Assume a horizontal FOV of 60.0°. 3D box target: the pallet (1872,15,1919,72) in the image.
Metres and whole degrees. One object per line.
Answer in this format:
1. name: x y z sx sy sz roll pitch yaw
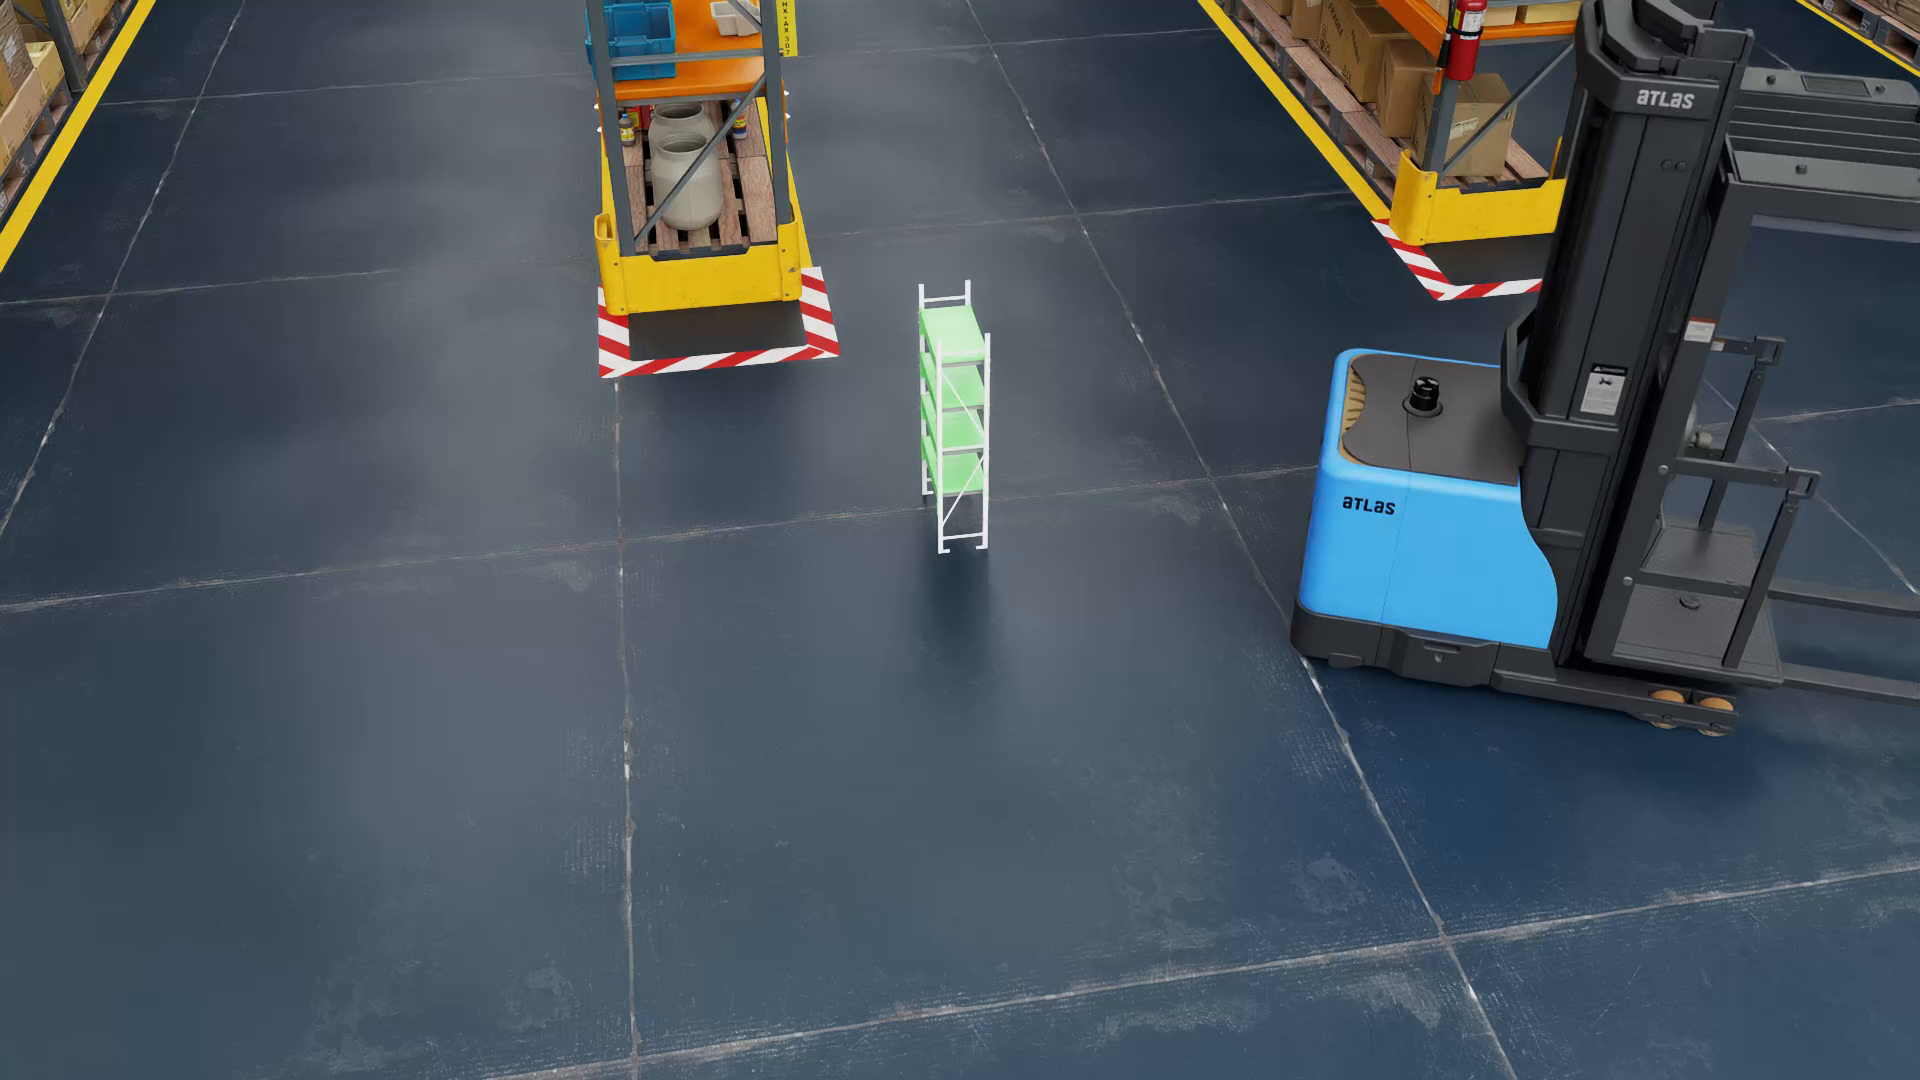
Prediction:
1. pallet: 7.860 -3.748 12.803 1.003 0.211 1.213 -6 38 -8

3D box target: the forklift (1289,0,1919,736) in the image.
1. forklift: 3.051 -0.685 6.643 3.031 2.935 1.130 9 39 11

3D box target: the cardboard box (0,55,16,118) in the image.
1. cardboard box: -6.604 -3.035 10.899 0.500 0.500 0.500 -6 38 -8

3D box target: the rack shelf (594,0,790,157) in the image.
1. rack shelf: -1.840 -3.559 10.872 1.077 0.370 4.000 -6 38 -8

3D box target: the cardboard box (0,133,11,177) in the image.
1. cardboard box: -6.503 -2.438 10.742 0.500 0.250 0.500 -6 38 -8

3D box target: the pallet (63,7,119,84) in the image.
1. pallet: -7.236 -3.860 12.946 1.003 0.211 1.213 -6 38 -8

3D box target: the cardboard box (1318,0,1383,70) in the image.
1. cardboard box: 3.010 -3.804 12.297 0.500 0.500 0.500 -9 39 -12

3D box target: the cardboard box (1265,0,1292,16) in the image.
1. cardboard box: 2.716 -4.516 13.213 0.500 0.500 0.500 -7 38 -9

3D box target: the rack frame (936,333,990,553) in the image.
1. rack frame: 0.014 -0.426 7.721 0.240 1.200 0.015 -6 38 -8

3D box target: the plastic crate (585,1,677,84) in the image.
1. plastic crate: -1.872 -2.846 9.490 0.499 0.251 0.616 -6 38 -8

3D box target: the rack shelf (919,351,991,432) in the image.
1. rack shelf: -0.029 -0.713 7.802 0.258 0.148 0.480 -6 38 -8

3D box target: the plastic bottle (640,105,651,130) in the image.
1. plastic bottle: -2.156 -2.965 11.377 0.061 0.283 0.133 -6 38 -8

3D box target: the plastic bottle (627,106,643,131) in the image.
1. plastic bottle: -2.260 -2.950 11.364 0.152 0.276 0.135 -6 38 -8

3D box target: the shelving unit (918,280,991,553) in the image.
1. shelving unit: -0.029 -0.574 7.911 0.258 1.200 0.503 -6 38 -8

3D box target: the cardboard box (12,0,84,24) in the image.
1. cardboard box: -6.895 -4.098 12.422 0.500 0.311 0.500 -6 38 -8

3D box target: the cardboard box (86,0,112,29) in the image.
1. cardboard box: -6.983 -4.179 12.983 0.500 0.250 0.500 -5 38 -7

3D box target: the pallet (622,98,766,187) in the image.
1. pallet: -1.897 -2.801 11.583 1.003 0.211 1.213 -6 38 -8

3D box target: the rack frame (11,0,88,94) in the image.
1. rack frame: -7.068 -4.520 11.523 1.000 3.000 0.127 -6 38 -8

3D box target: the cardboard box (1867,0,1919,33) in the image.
1. cardboard box: 7.789 -4.451 12.824 0.875 0.875 0.875 -6 38 -8

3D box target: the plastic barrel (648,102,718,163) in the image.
1. plastic barrel: -1.768 -2.510 10.621 0.421 0.512 0.421 0 38 0

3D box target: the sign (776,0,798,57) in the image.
1. sign: -0.947 -2.800 9.084 0.100 0.325 0.005 -6 38 -8

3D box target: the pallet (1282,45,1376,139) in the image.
1. pallet: 3.055 -3.342 12.279 1.003 0.211 1.213 -6 38 -8

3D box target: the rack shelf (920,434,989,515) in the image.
1. rack shelf: -0.029 -0.334 8.097 0.258 0.148 0.480 -6 38 -8

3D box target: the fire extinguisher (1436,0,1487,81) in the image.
1. fire extinguisher: 2.953 -3.018 9.653 0.296 0.674 0.183 -6 38 -8

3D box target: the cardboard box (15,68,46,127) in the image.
1. cardboard box: -6.694 -3.040 11.518 0.500 0.250 0.500 -6 38 -8

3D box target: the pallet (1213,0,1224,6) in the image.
1. pallet: 2.547 -4.952 14.352 1.003 0.211 1.213 -6 38 -8

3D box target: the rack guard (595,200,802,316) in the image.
1. rack guard: -1.549 -1.688 9.916 1.175 0.500 0.348 -6 38 -8

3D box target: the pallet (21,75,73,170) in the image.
1. pallet: -6.970 -2.934 11.755 1.003 0.211 1.213 -6 38 -8

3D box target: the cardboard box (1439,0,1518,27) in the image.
1. cardboard box: 3.134 -3.218 10.052 0.380 0.149 0.250 -6 38 -8

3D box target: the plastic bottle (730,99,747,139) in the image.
1. plastic bottle: -1.501 -2.860 11.251 0.097 0.271 0.097 0 38 0

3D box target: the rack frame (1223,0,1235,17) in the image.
1. rack frame: 2.685 -5.583 12.892 1.000 3.000 0.127 -6 38 -8

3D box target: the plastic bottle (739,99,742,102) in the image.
1. plastic bottle: -1.522 -3.003 11.426 0.061 0.283 0.133 -6 38 -7

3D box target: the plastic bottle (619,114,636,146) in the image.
1. plastic bottle: -2.243 -2.765 11.187 0.097 0.201 0.097 0 38 0

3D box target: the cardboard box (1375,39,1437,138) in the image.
1. cardboard box: 3.155 -3.082 11.368 0.500 0.500 0.500 3 38 4
